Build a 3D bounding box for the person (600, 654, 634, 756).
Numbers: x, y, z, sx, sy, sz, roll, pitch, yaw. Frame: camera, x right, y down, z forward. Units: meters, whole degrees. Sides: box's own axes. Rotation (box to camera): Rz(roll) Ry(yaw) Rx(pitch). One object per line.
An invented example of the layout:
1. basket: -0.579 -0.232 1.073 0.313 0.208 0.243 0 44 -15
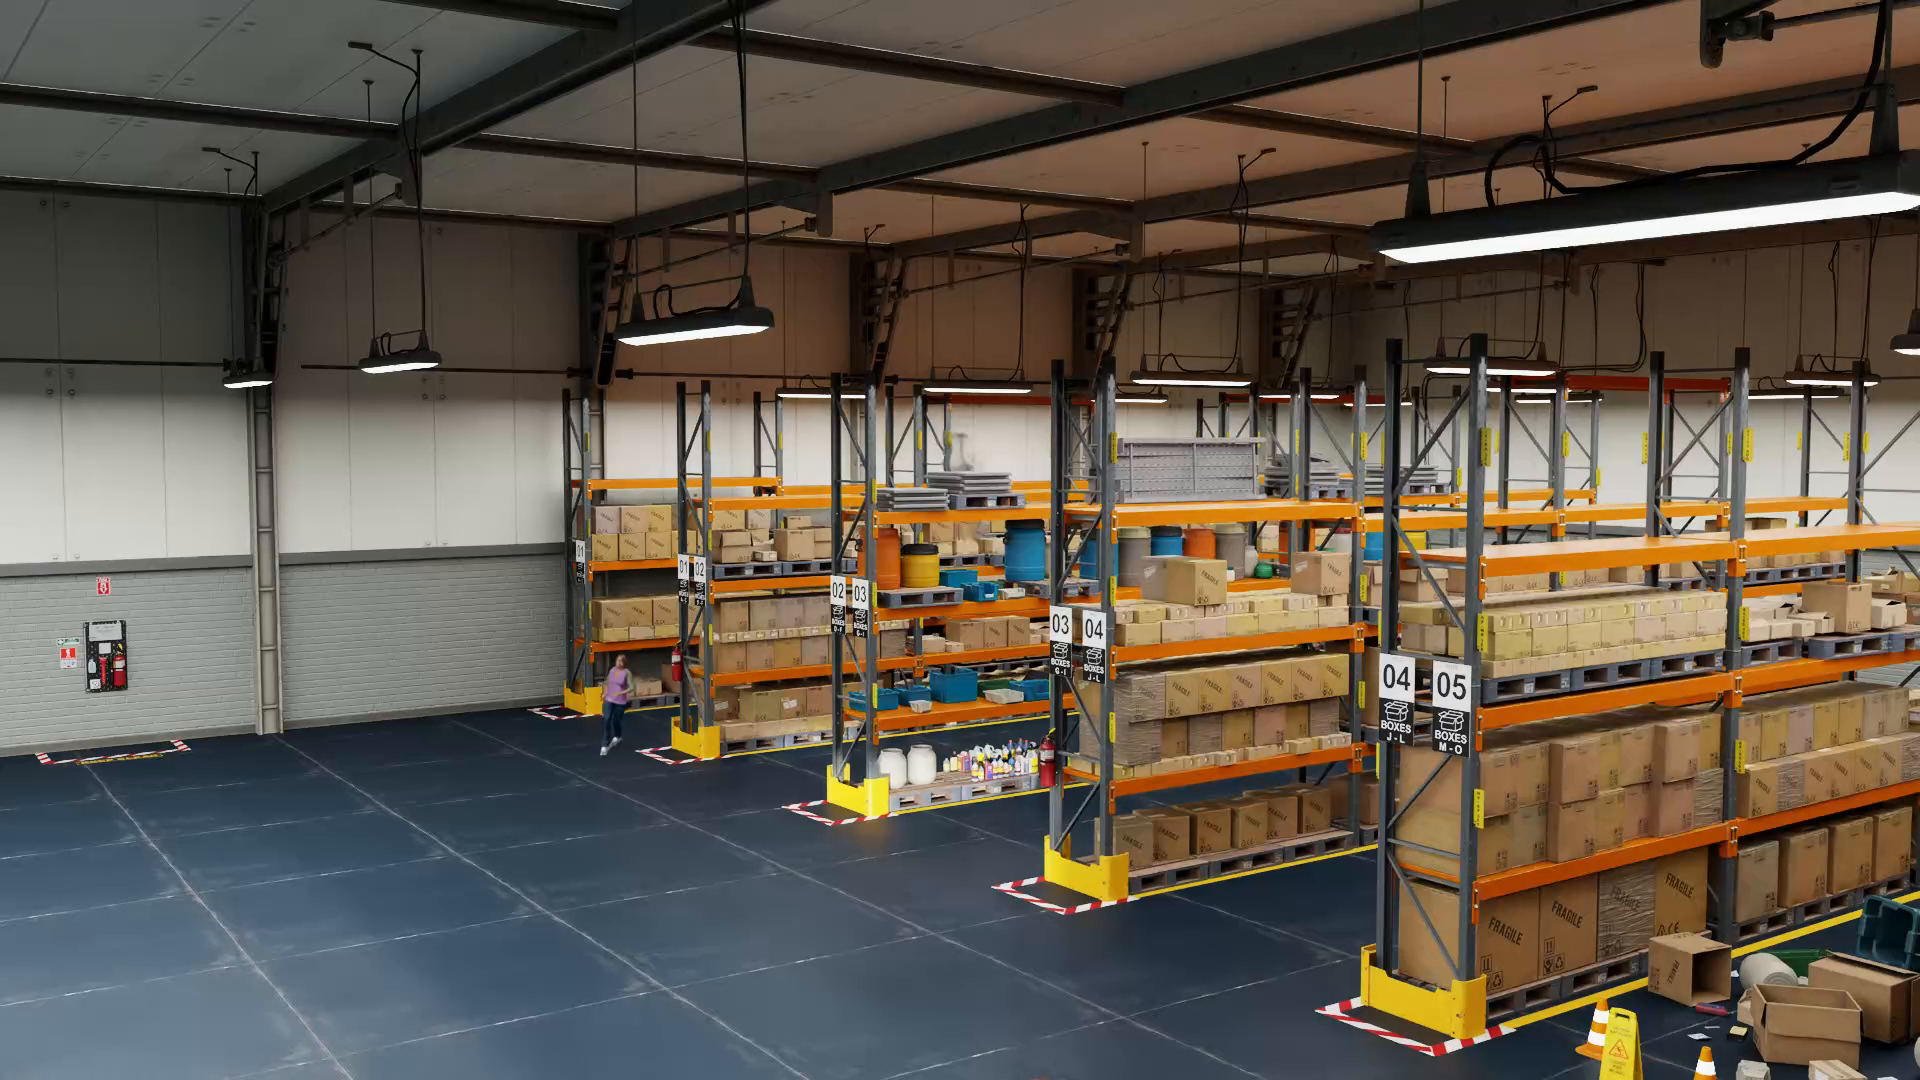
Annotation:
1. person: -5.540 2.641 26.880 0.562 1.581 0.816 0 4 7
